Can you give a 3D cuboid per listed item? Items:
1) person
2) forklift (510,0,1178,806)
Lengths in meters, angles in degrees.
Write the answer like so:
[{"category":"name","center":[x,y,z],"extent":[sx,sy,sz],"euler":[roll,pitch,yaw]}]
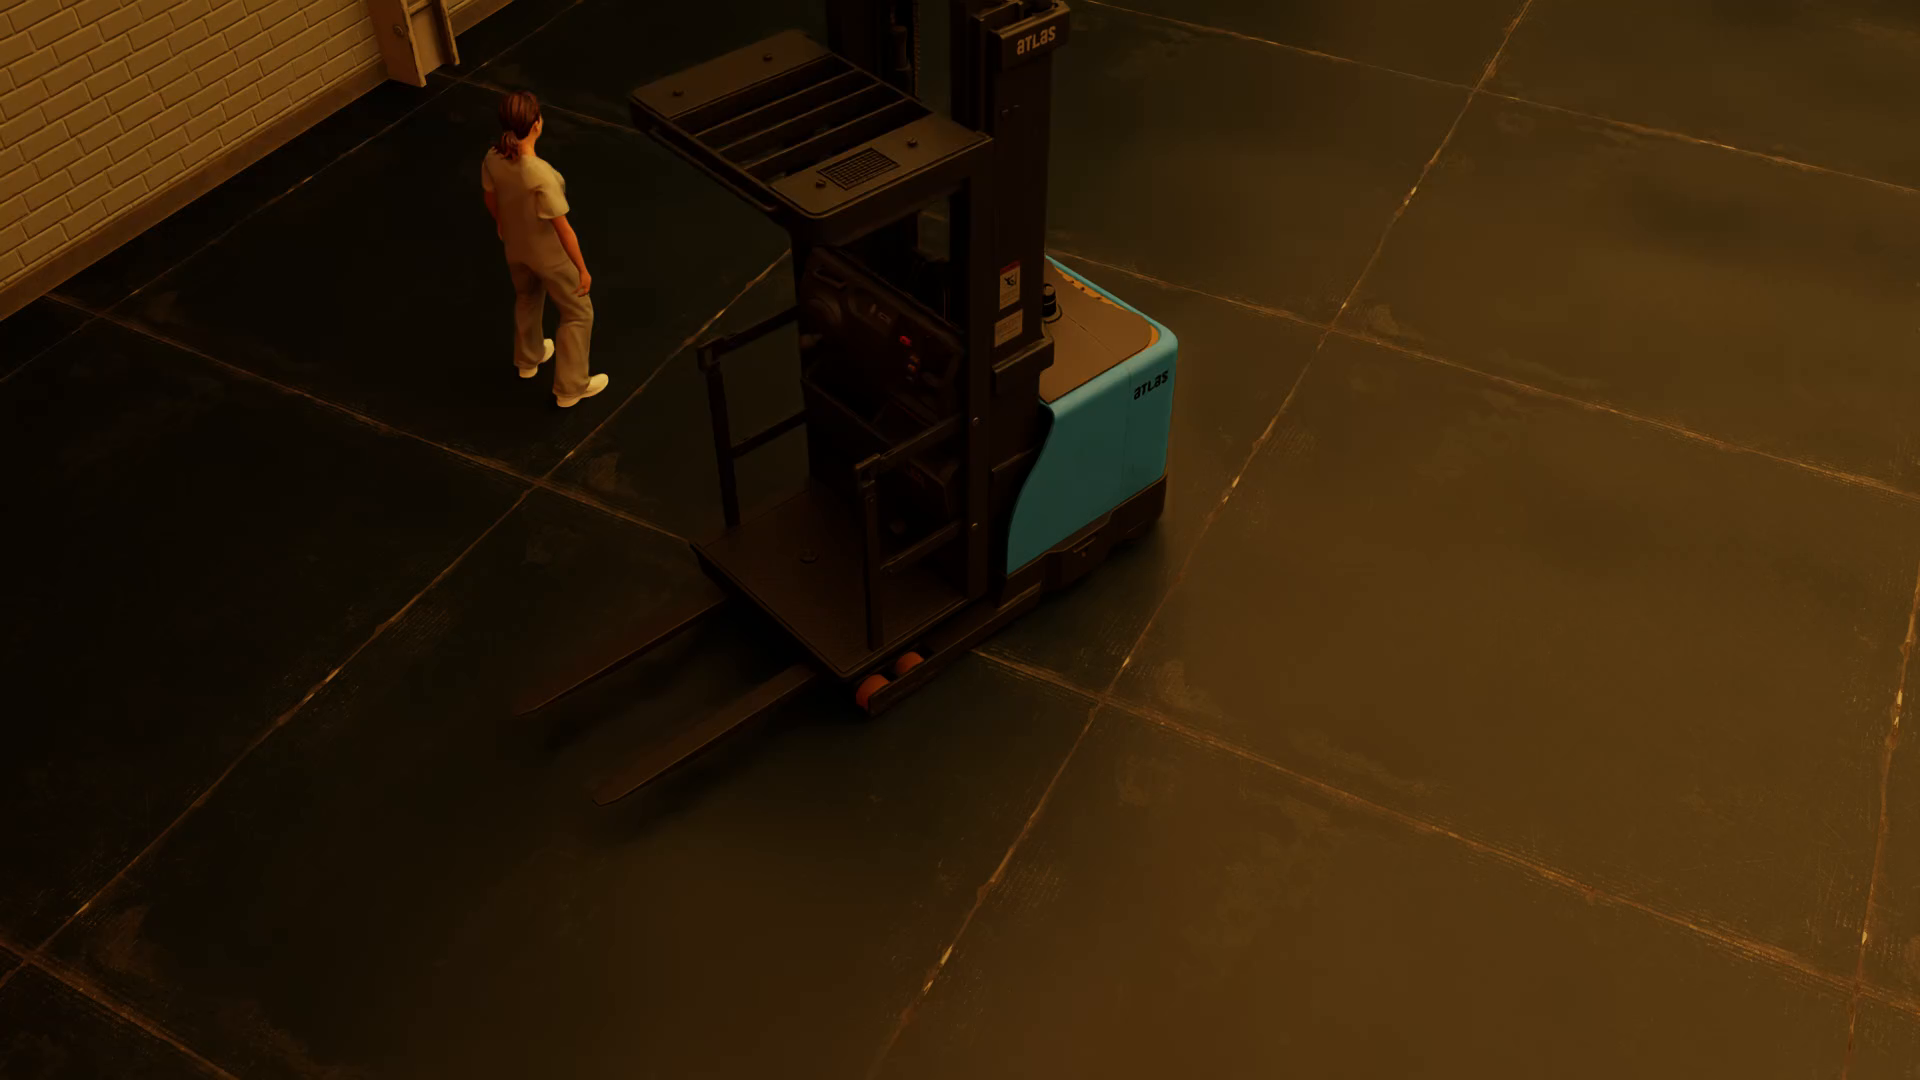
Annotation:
[{"category":"person","center":[-2.029,-1.420,8.093],"extent":[0.663,1.655,0.387],"euler":[23,48,22]},{"category":"forklift","center":[-0.476,-0.743,6.443],"extent":[3.031,2.935,1.130],"euler":[-31,52,-29]}]
